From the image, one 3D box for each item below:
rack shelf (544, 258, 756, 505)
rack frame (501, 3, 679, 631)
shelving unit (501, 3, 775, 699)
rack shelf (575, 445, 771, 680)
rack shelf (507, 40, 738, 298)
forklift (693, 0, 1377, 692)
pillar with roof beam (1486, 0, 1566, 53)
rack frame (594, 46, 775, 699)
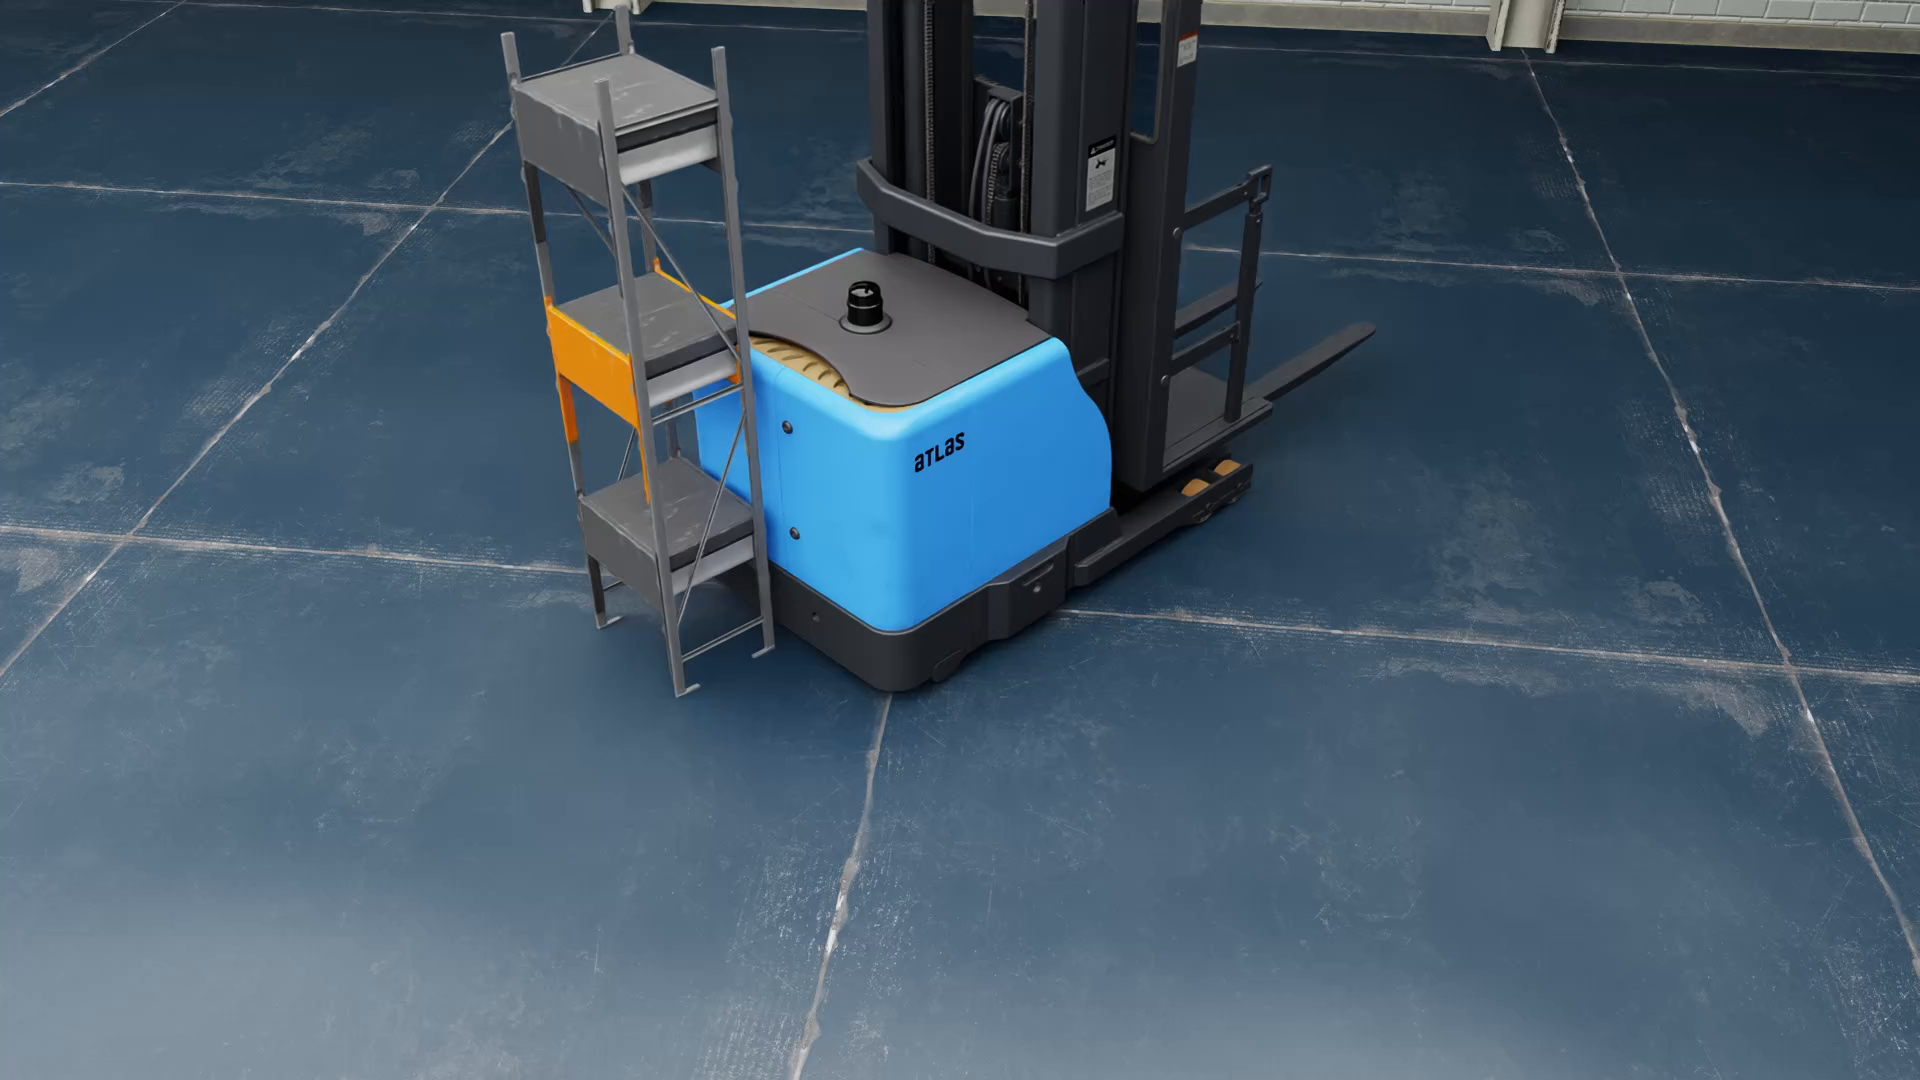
[{"bbox_3d":[-0.953,-0.501,5.168,0.431,0.518,0.480,-27,44,-33],"label":"rack shelf"},{"bbox_3d":[-1.115,-0.618,5.309,0.400,2.100,0.015,-27,44,-33],"label":"rack frame"},{"bbox_3d":[-0.953,-0.512,5.160,0.431,2.100,0.503,-27,44,-33],"label":"shelving unit"},{"bbox_3d":[-0.952,0.068,5.575,0.431,0.518,0.480,-27,44,-33],"label":"rack shelf"},{"bbox_3d":[-0.953,-1.071,4.761,0.431,0.518,0.480,-27,44,-33],"label":"rack shelf"},{"bbox_3d":[0.489,-1.449,5.757,3.031,2.935,1.130,-30,45,-35],"label":"forklift"},{"bbox_3d":[3.069,-4.389,4.653,0.400,9.000,9.100,4,36,6],"label":"pillar with roof beam"},{"bbox_3d":[-0.791,-0.406,5.012,0.400,2.100,0.015,-27,44,-33],"label":"rack frame"}]
